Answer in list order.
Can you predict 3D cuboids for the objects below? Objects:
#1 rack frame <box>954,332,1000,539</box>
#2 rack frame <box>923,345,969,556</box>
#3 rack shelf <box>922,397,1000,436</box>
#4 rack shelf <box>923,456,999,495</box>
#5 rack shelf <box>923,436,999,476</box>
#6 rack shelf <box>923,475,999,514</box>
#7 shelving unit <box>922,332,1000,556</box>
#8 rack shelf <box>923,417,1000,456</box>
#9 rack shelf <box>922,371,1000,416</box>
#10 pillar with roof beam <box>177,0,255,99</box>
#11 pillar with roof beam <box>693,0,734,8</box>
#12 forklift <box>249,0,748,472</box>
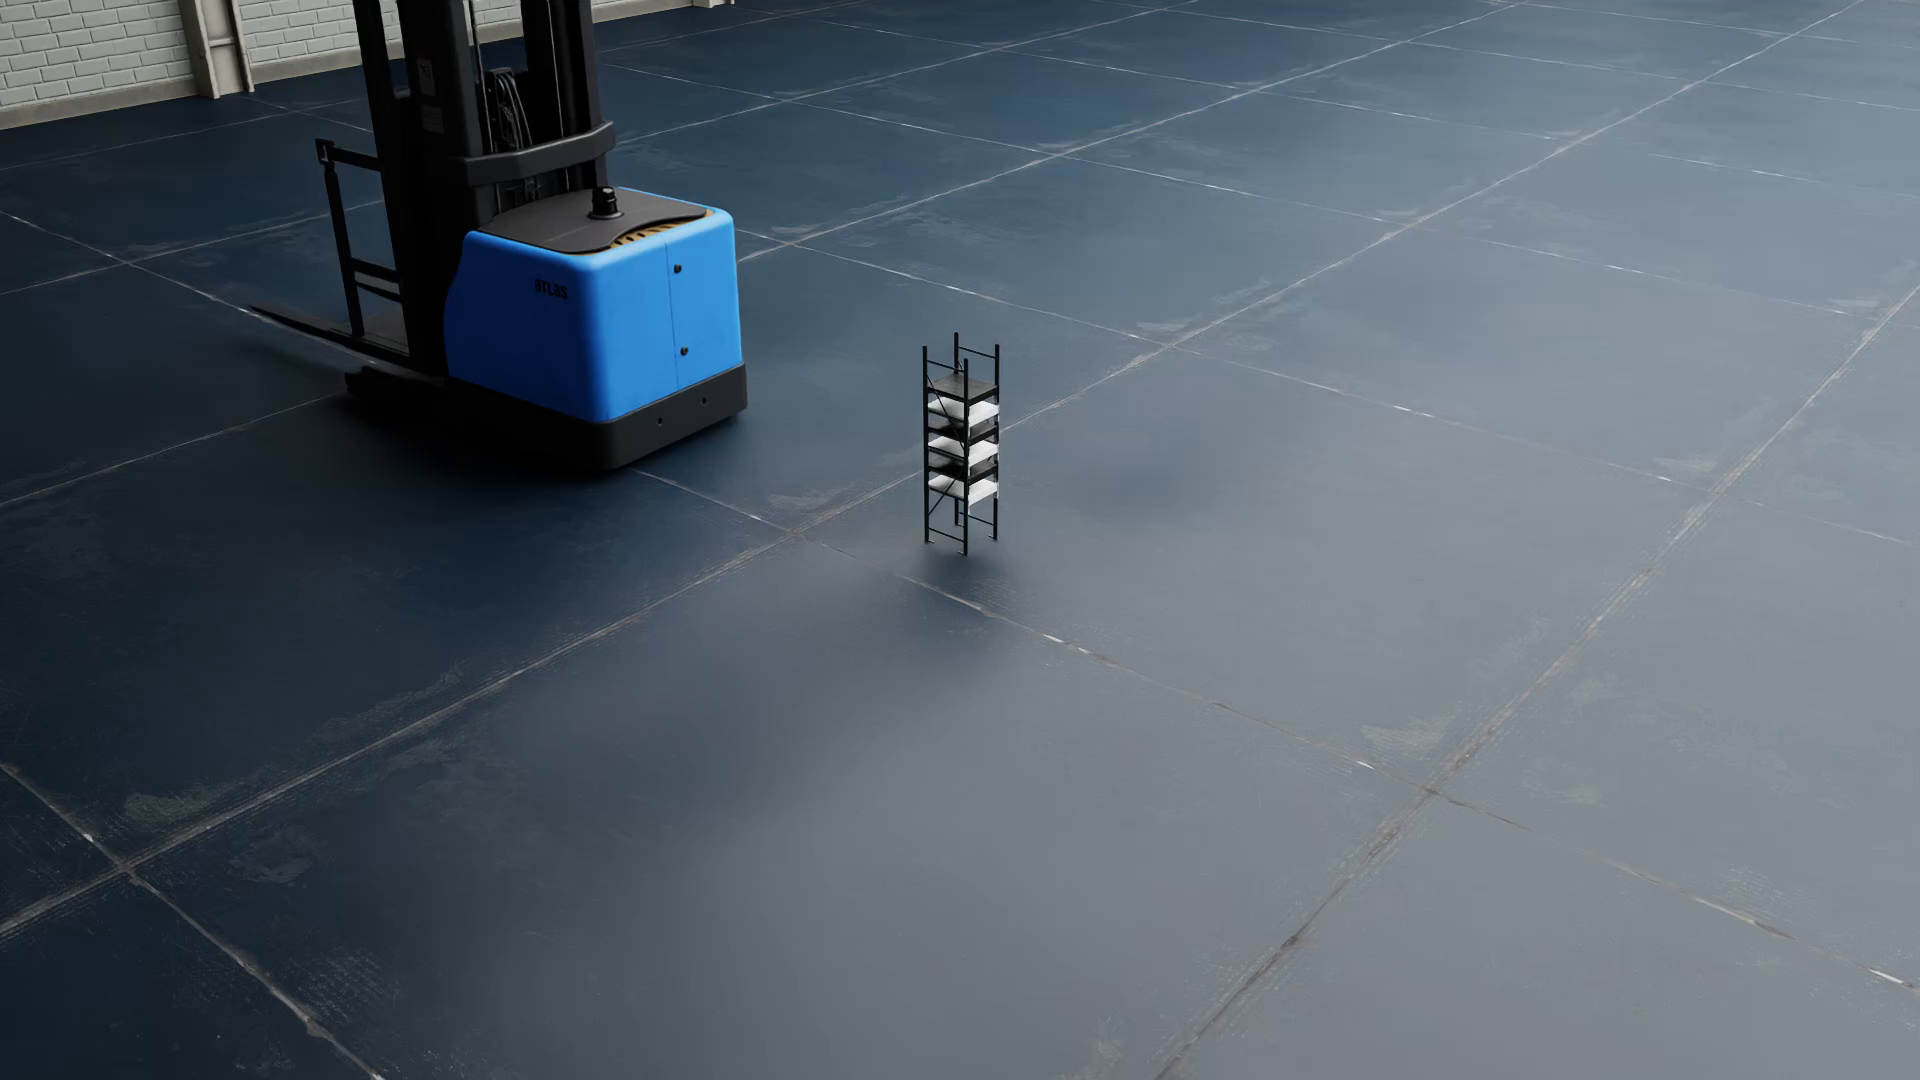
[{"bbox_3d":[0.070,-0.439,7.118,0.240,0.900,0.006,21,34,34],"label":"rack frame"},{"bbox_3d":[-0.059,-0.367,6.979,0.240,0.900,0.006,21,34,34],"label":"rack frame"},{"bbox_3d":[0.005,-0.533,6.981,0.258,0.077,0.200,21,34,34],"label":"rack shelf"},{"bbox_3d":[0.005,-0.293,7.105,0.258,0.077,0.200,21,34,34],"label":"rack shelf"},{"bbox_3d":[0.005,-0.373,7.064,0.258,0.077,0.200,21,34,34],"label":"rack shelf"},{"bbox_3d":[0.005,-0.213,7.147,0.258,0.077,0.200,21,34,34],"label":"rack shelf"},{"bbox_3d":[0.005,-0.403,7.049,0.258,0.900,0.210,21,34,34],"label":"shelving unit"},{"bbox_3d":[0.005,-0.453,7.023,0.258,0.077,0.200,21,34,34],"label":"rack shelf"},{"bbox_3d":[0.005,-0.613,6.940,0.258,0.077,0.200,21,34,34],"label":"rack shelf"},{"bbox_3d":[-3.349,-6.806,10.613,9.100,9.000,0.400,21,34,34],"label":"pillar with roof beam"},{"bbox_3d":[0.467,-8.933,14.725,9.100,9.000,0.400,21,34,34],"label":"pillar with roof beam"},{"bbox_3d":[-2.563,-2.141,8.198,3.031,2.935,1.130,18,33,31],"label":"forklift"}]
